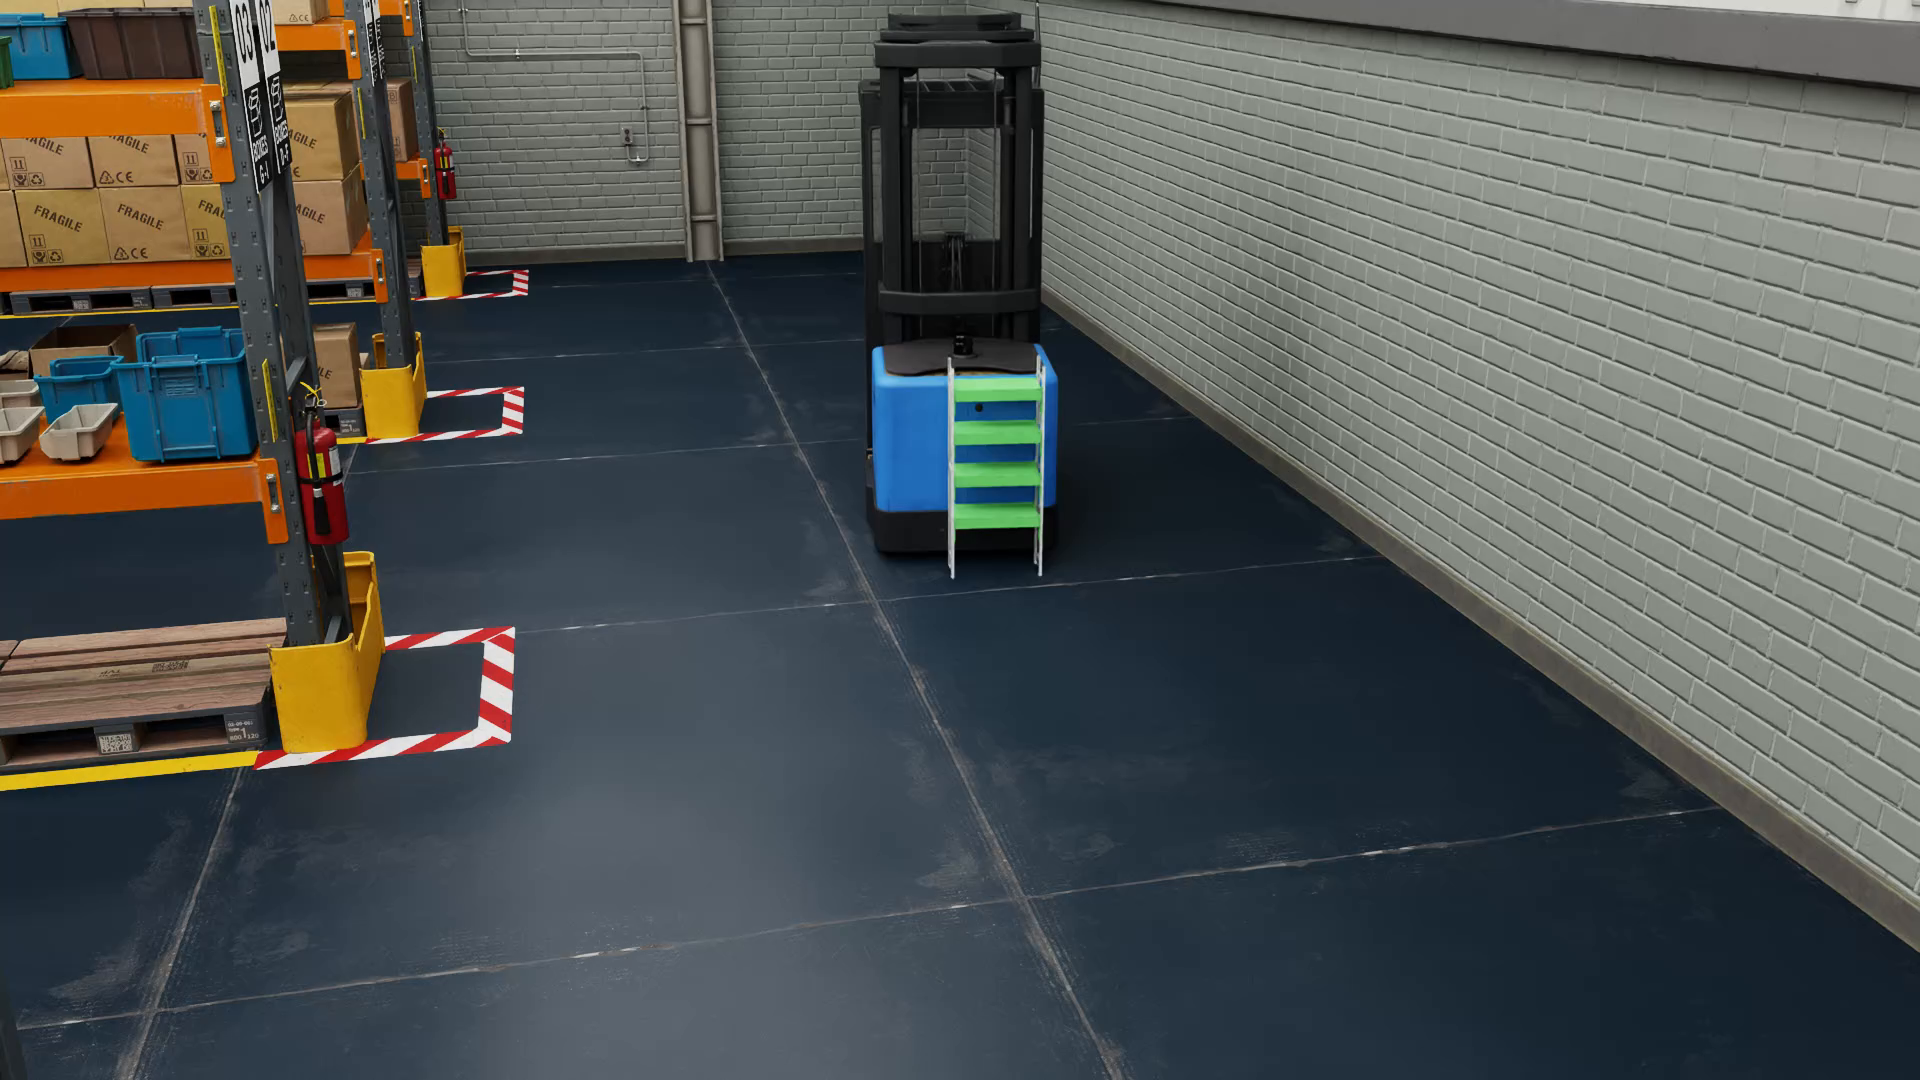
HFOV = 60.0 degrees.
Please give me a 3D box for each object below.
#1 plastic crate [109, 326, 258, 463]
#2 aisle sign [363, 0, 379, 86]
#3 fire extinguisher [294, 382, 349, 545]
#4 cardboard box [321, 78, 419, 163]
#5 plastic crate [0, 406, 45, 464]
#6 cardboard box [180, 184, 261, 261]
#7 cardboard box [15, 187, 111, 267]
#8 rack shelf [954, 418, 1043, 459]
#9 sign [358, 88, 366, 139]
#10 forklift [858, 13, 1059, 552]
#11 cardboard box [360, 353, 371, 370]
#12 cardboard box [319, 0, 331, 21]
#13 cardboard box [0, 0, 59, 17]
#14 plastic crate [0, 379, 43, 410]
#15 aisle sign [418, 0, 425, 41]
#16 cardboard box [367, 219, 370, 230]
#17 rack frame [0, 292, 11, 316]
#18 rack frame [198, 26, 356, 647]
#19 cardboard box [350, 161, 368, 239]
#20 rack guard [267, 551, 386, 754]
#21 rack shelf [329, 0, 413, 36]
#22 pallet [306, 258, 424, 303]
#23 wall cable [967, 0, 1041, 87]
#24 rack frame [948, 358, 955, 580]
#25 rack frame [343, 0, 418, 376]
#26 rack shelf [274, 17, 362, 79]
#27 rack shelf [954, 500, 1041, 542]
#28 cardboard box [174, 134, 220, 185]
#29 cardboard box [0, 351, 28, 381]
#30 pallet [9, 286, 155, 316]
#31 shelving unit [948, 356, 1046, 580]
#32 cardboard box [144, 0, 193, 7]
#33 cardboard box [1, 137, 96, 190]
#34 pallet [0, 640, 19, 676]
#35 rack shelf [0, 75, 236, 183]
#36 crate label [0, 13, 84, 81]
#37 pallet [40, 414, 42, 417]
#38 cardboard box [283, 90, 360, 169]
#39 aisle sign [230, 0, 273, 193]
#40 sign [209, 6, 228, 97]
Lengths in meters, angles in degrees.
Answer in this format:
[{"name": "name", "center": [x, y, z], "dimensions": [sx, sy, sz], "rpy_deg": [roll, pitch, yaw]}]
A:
[{"name": "plastic crate", "center": [-3.228, -0.627, 7.028], "dimensions": [0.499, 0.435, 0.616], "rpy_deg": [-5, 21, -12]}, {"name": "aisle sign", "center": [-3.945, -3.454, 11.102], "dimensions": [0.004, 0.787, 0.394], "rpy_deg": [-5, 21, -12]}, {"name": "fire extinguisher", "center": [-2.694, -0.320, 6.982], "dimensions": [0.183, 0.674, 0.296], "rpy_deg": [-5, 21, -12]}, {"name": "cardboard box", "center": [-5.719, -4.085, 16.169], "dimensions": [0.700, 0.700, 0.980], "rpy_deg": [-4, 20, -10]}, {"name": "plastic crate", "center": [-3.983, -0.433, 6.931], "dimensions": [0.243, 0.136, 0.396], "rpy_deg": [-5, 21, -12]}, {"name": "cardboard box", "center": [-4.959, -2.208, 11.336], "dimensions": [0.500, 0.500, 0.500], "rpy_deg": [-4, 21, -12]}, {"name": "cardboard box", "center": [-5.936, -2.131, 11.125], "dimensions": [0.500, 0.500, 0.500], "rpy_deg": [-5, 21, -13]}, {"name": "rack shelf", "center": [0.195, -0.557, 9.079], "dimensions": [0.480, 0.148, 0.258], "rpy_deg": [-2, 20, -4]}, {"name": "sign", "center": [-3.973, -2.835, 11.049], "dimensions": [0.005, 0.325, 0.100], "rpy_deg": [-5, 21, -12]}, {"name": "forklift", "center": [-0.064, -1.770, 10.386], "dimensions": [1.130, 2.935, 3.031], "rpy_deg": [-1, 20, -4]}, {"name": "cardboard box", "center": [-4.568, -1.280, 12.453], "dimensions": [0.250, 0.149, 0.380], "rpy_deg": [-5, 21, -12]}, {"name": "cardboard box", "center": [-4.640, -3.713, 11.446], "dimensions": [0.500, 0.250, 0.500], "rpy_deg": [-5, 21, -12]}, {"name": "cardboard box", "center": [-5.984, -3.425, 10.661], "dimensions": [0.500, 0.250, 0.500], "rpy_deg": [-5, 21, -12]}, {"name": "plastic crate", "center": [-4.253, -0.615, 7.430], "dimensions": [0.298, 0.136, 0.250], "rpy_deg": [-5, 21, -12]}, {"name": "aisle sign", "center": [-5.086, -5.114, 15.634], "dimensions": [0.004, 0.787, 0.394], "rpy_deg": [-5, 21, -12]}, {"name": "cardboard box", "center": [-5.883, -2.922, 16.455], "dimensions": [0.500, 0.500, 0.700], "rpy_deg": [-5, 21, -12]}, {"name": "rack frame", "center": [-9.118, -3.671, 15.476], "dimensions": [0.127, 3.000, 1.000], "rpy_deg": [-5, 21, -12]}, {"name": "rack frame", "center": [-2.946, -0.672, 7.287], "dimensions": [0.127, 3.000, 1.000], "rpy_deg": [-5, 21, -12]}, {"name": "cardboard box", "center": [-4.574, -2.430, 11.942], "dimensions": [0.500, 0.500, 0.500], "rpy_deg": [-4, 21, -11]}, {"name": "rack guard", "center": [-2.925, 0.496, 7.734], "dimensions": [0.348, 0.500, 1.175], "rpy_deg": [-5, 21, -12]}, {"name": "rack shelf", "center": [-7.172, -4.900, 15.516], "dimensions": [4.000, 0.370, 1.077], "rpy_deg": [-5, 21, -12]}, {"name": "pallet", "center": [-5.985, -2.589, 16.576], "dimensions": [1.213, 0.211, 1.003], "rpy_deg": [-5, 21, -12]}, {"name": "wall cable", "center": [0.361, -5.675, 16.738], "dimensions": [0.112, 2.526, 3.097], "rpy_deg": [-5, 21, -12]}, {"name": "rack frame", "center": [-0.048, -0.385, 9.121], "dimensions": [0.015, 1.200, 0.240], "rpy_deg": [-2, 20, -4]}, {"name": "rack frame", "center": [-4.082, -2.330, 11.814], "dimensions": [0.127, 3.000, 1.000], "rpy_deg": [-5, 21, -12]}, {"name": "rack shelf", "center": [-6.028, -3.242, 10.990], "dimensions": [4.000, 0.370, 1.077], "rpy_deg": [-5, 21, -12]}, {"name": "rack shelf", "center": [0.195, -0.106, 9.244], "dimensions": [0.480, 0.148, 0.258], "rpy_deg": [-2, 20, -4]}, {"name": "cardboard box", "center": [-4.943, -2.679, 11.168], "dimensions": [0.500, 0.500, 0.500], "rpy_deg": [-4, 21, -11]}, {"name": "cardboard box", "center": [-6.755, -1.157, 11.881], "dimensions": [0.500, 0.311, 0.500], "rpy_deg": [-5, 21, -12]}, {"name": "pallet", "center": [-8.360, -2.396, 16.048], "dimensions": [1.213, 0.211, 1.003], "rpy_deg": [-5, 21, -12]}, {"name": "shelving unit", "center": [0.195, -0.392, 9.140], "dimensions": [0.503, 1.200, 0.258], "rpy_deg": [-2, 20, -4]}, {"name": "cardboard box", "center": [-5.010, -3.503, 10.874], "dimensions": [0.500, 0.250, 0.500], "rpy_deg": [-5, 21, -12]}, {"name": "cardboard box", "center": [-5.946, -2.596, 10.941], "dimensions": [0.500, 0.500, 0.500], "rpy_deg": [-4, 20, -11]}, {"name": "pallet", "center": [-4.942, 0.785, 7.364], "dimensions": [1.213, 0.211, 1.003], "rpy_deg": [-5, 21, -12]}, {"name": "rack shelf", "center": [-4.892, -1.584, 6.463], "dimensions": [4.000, 0.370, 1.077], "rpy_deg": [-5, 21, -12]}, {"name": "crate label", "center": [-3.918, -2.045, 6.893], "dimensions": [0.502, 0.251, 0.408], "rpy_deg": [-5, 21, -12]}, {"name": "pallet", "center": [-6.116, -0.856, 11.844], "dimensions": [1.213, 0.211, 1.003], "rpy_deg": [-5, 21, -12]}, {"name": "cardboard box", "center": [-4.574, -2.900, 11.770], "dimensions": [0.500, 0.500, 0.500], "rpy_deg": [-4, 20, -11]}, {"name": "aisle sign", "center": [-2.808, -1.800, 6.588], "dimensions": [0.004, 0.787, 0.394], "rpy_deg": [-5, 21, -12]}, {"name": "sign", "center": [-2.803, -1.848, 6.290], "dimensions": [0.005, 0.325, 0.100], "rpy_deg": [-5, 21, -12]}]
